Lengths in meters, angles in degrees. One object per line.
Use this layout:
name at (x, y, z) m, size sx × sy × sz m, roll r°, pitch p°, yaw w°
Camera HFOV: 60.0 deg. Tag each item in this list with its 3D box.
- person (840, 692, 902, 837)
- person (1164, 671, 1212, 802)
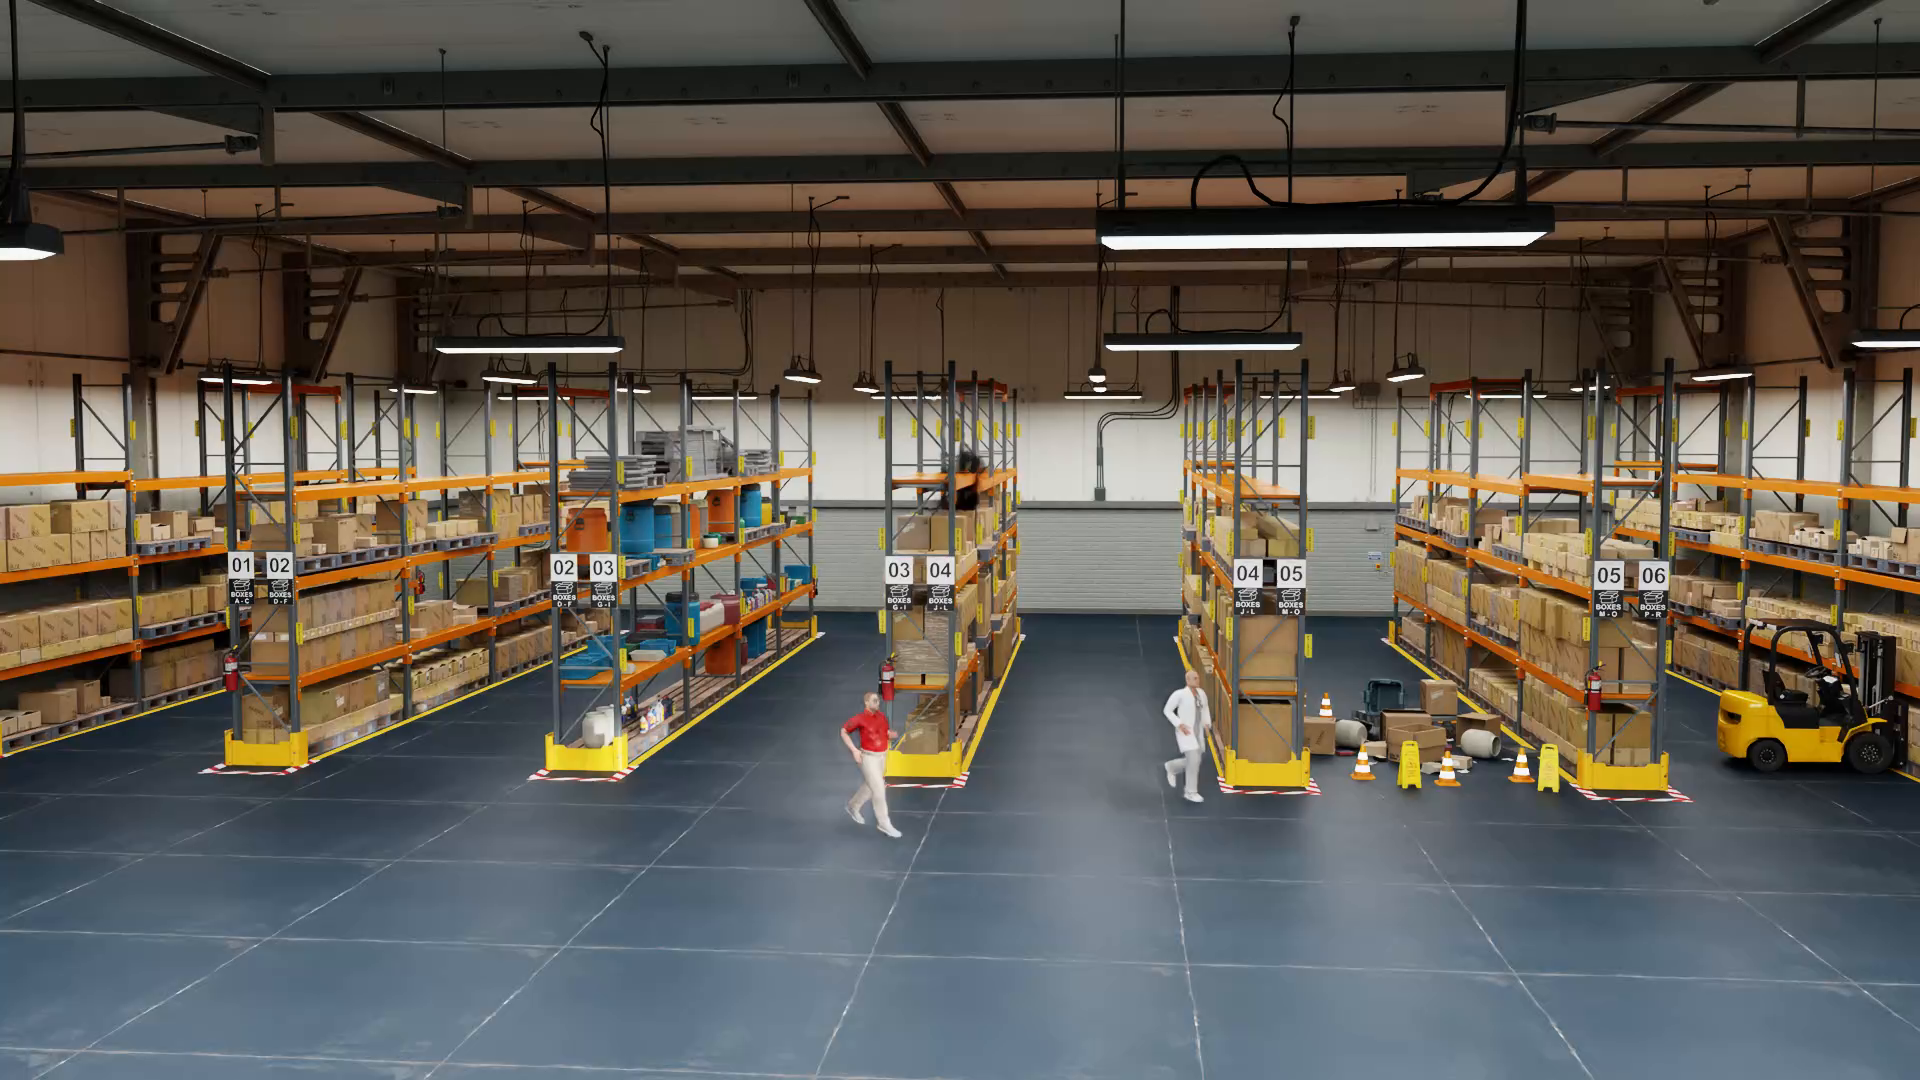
person at (-1.082, 2.759, 20.692) m, size 0.939 × 1.740 × 0.654 m, roll 2°, pitch 4°, yaw 32°
person at (3.100, 2.659, 22.758) m, size 0.729 × 1.765 × 0.824 m, roll -3°, pitch 5°, yaw -35°
